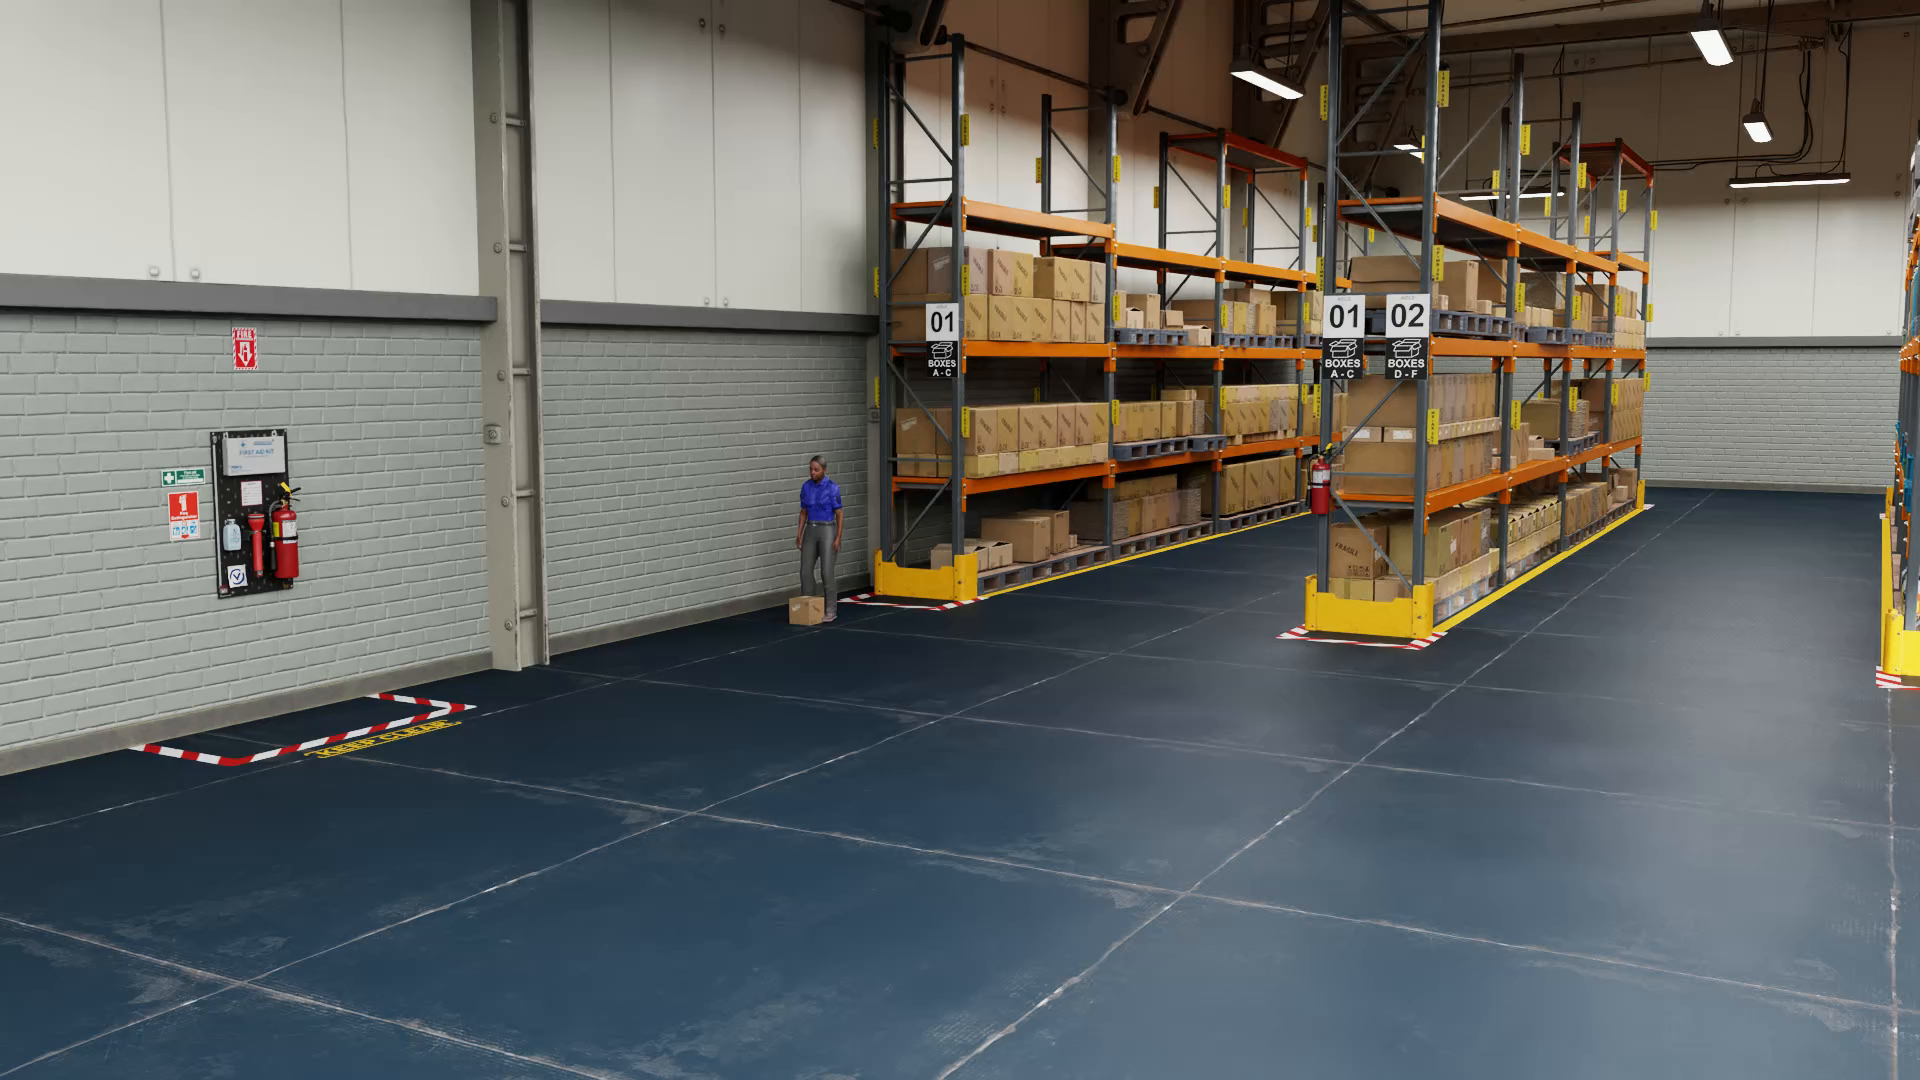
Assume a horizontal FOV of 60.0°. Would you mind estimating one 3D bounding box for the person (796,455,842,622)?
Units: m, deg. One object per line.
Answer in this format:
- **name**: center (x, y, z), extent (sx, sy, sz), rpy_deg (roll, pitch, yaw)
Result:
- **person**: center (-1.419, -0.022, 16.597), extent (0.510, 1.655, 0.350), rpy_deg (3, 7, 28)
